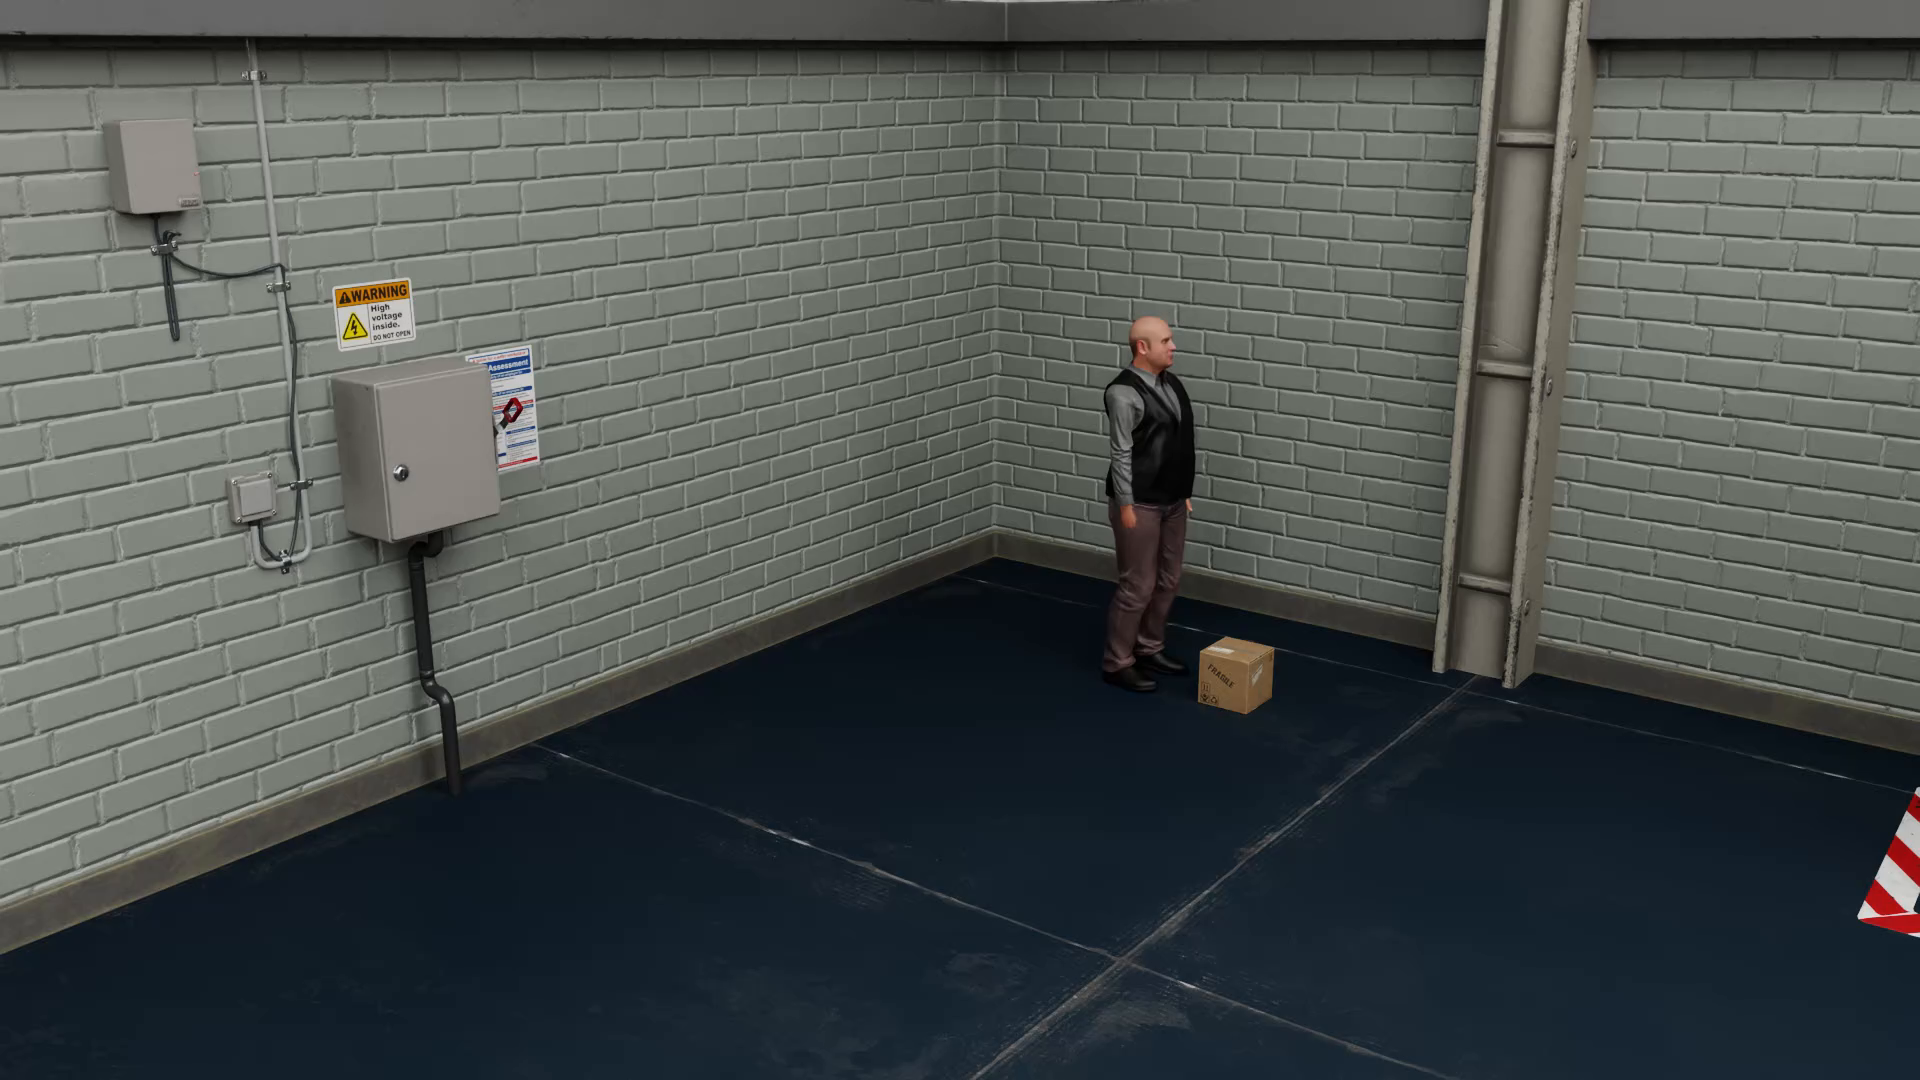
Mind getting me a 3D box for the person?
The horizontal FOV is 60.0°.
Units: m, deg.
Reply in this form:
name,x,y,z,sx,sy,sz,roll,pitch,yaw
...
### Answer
name,x,y,z,sx,sy,sz,roll,pitch,yaw
person,0.883,-0.174,7.677,0.359,1.716,0.531,13,21,36
